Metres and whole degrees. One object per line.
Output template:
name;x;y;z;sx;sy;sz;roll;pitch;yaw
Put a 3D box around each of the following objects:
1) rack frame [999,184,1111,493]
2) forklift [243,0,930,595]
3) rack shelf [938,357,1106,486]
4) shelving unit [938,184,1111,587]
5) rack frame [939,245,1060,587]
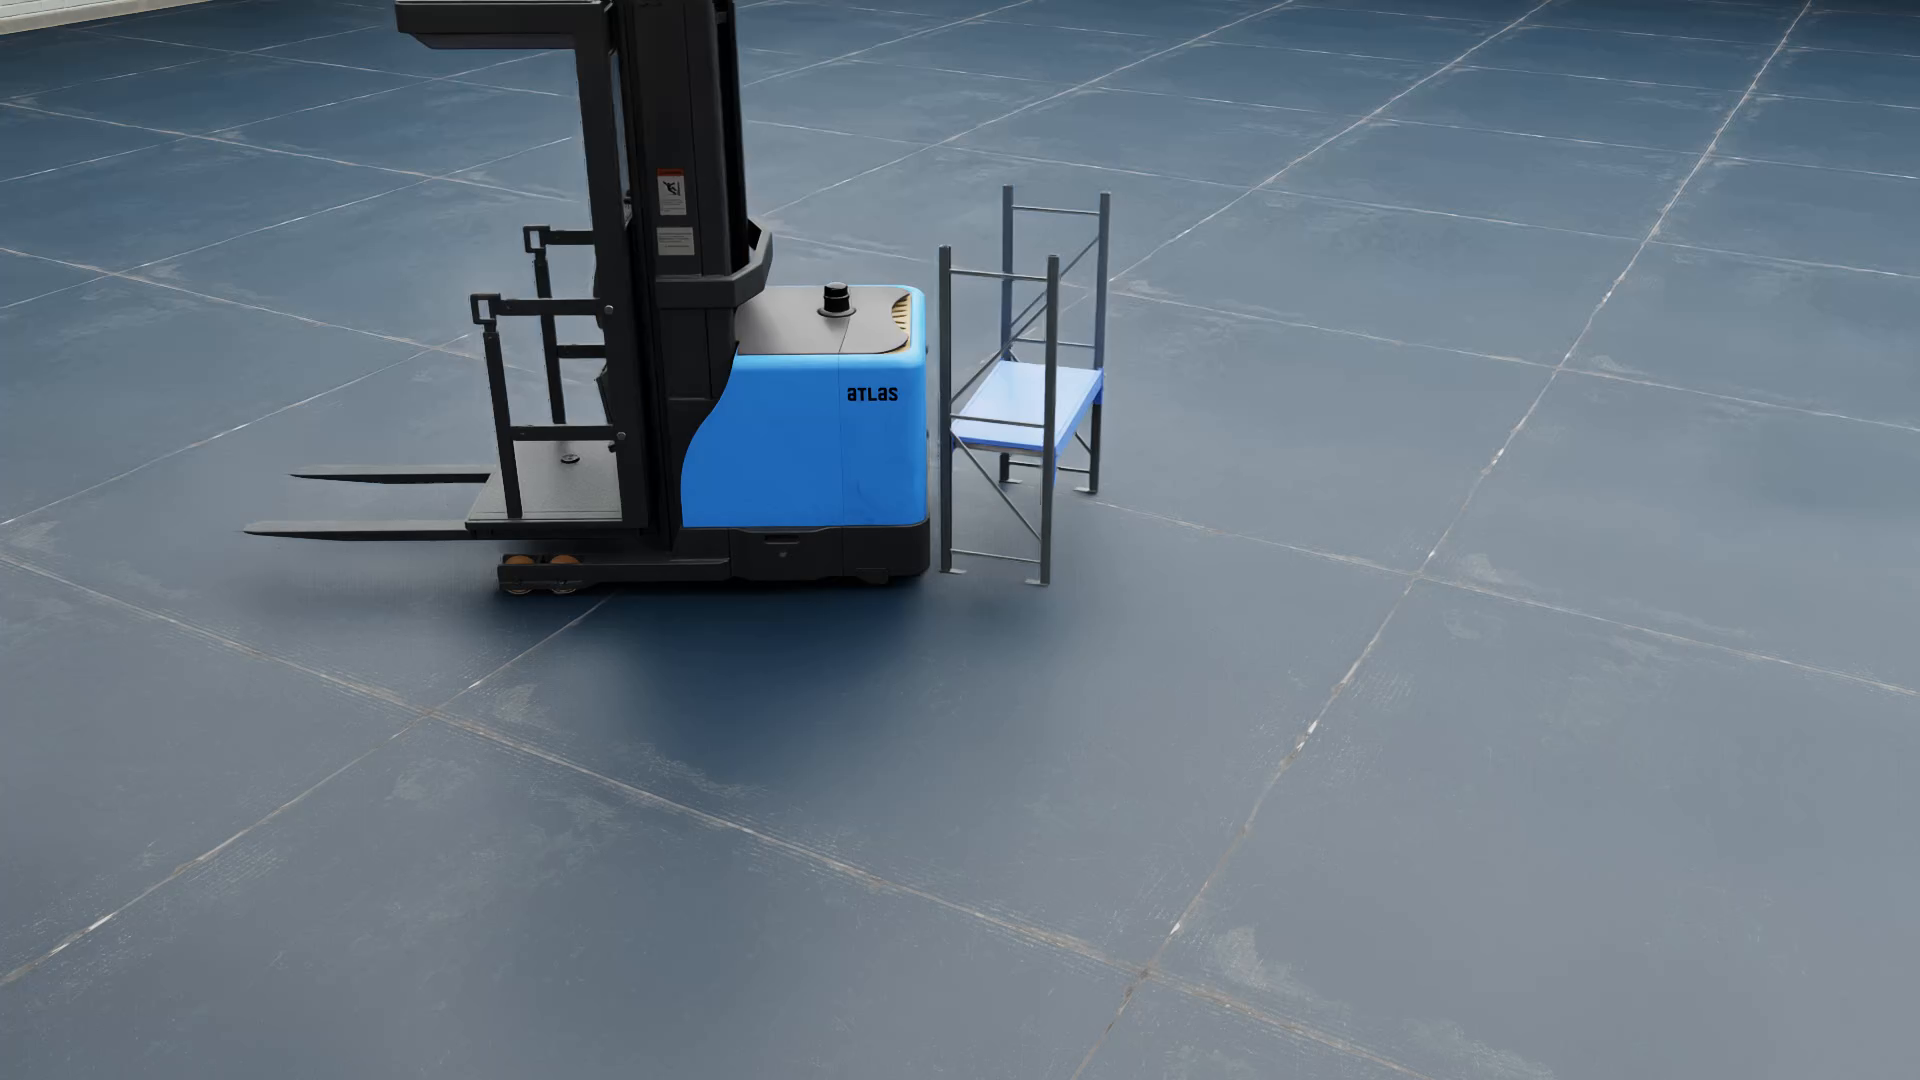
rack frame;0.442;-0.938;7.949;0.500;1.500;0.032;7;28;14
forklift;-1.656;-1.312;7.096;3.031;2.935;1.130;-1;27;-1
rack shelf;0.300;-0.559;7.593;0.538;0.185;1.000;7;28;14
shelving unit;0.300;-0.720;7.512;0.538;1.500;1.048;7;28;14
rack frame;0.158;-0.501;7.076;0.500;1.500;0.032;7;28;14
